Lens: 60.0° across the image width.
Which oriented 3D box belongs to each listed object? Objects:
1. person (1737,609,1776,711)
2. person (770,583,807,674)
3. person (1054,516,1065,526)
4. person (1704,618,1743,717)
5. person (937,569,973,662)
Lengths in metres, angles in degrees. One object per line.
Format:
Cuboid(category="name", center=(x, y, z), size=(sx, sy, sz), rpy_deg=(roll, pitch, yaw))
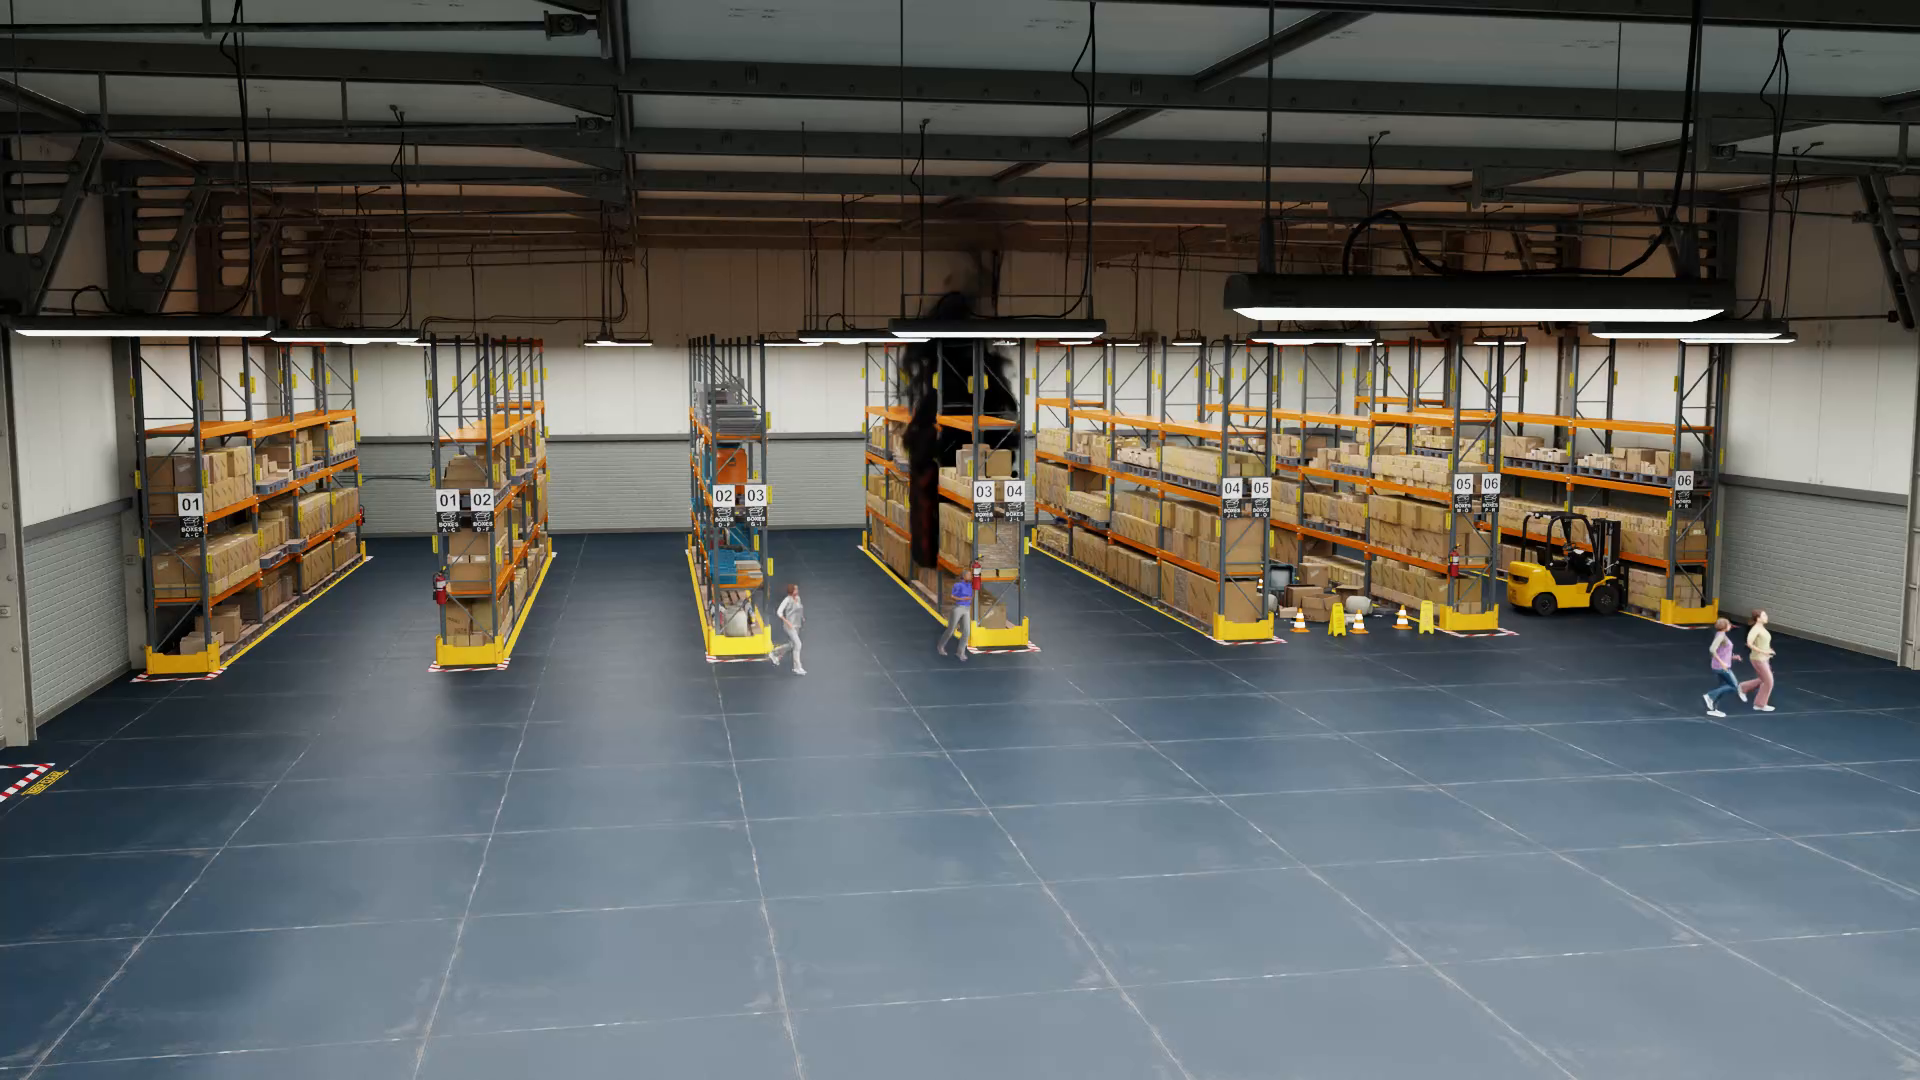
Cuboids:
Cuboid(category="person", center=(12.651, 1.893, 26.426), size=(0.609, 1.619, 0.567), rpy_deg=(5, 8, 37))
Cuboid(category="person", center=(-3.035, 1.555, 29.510), size=(0.783, 1.601, 0.554), rpy_deg=(3, 7, 24))
Cuboid(category="person", center=(3.132, -0.795, 49.953), size=(0.894, 1.680, 0.627), rpy_deg=(-2, 7, -18))
Cuboid(category="person", center=(11.909, 1.988, 25.932), size=(0.537, 1.558, 0.530), rpy_deg=(2, 7, 20))
Cuboid(category="person", center=(0.019, 1.374, 30.955), size=(0.613, 1.660, 0.805), rpy_deg=(-5, 8, -37))
